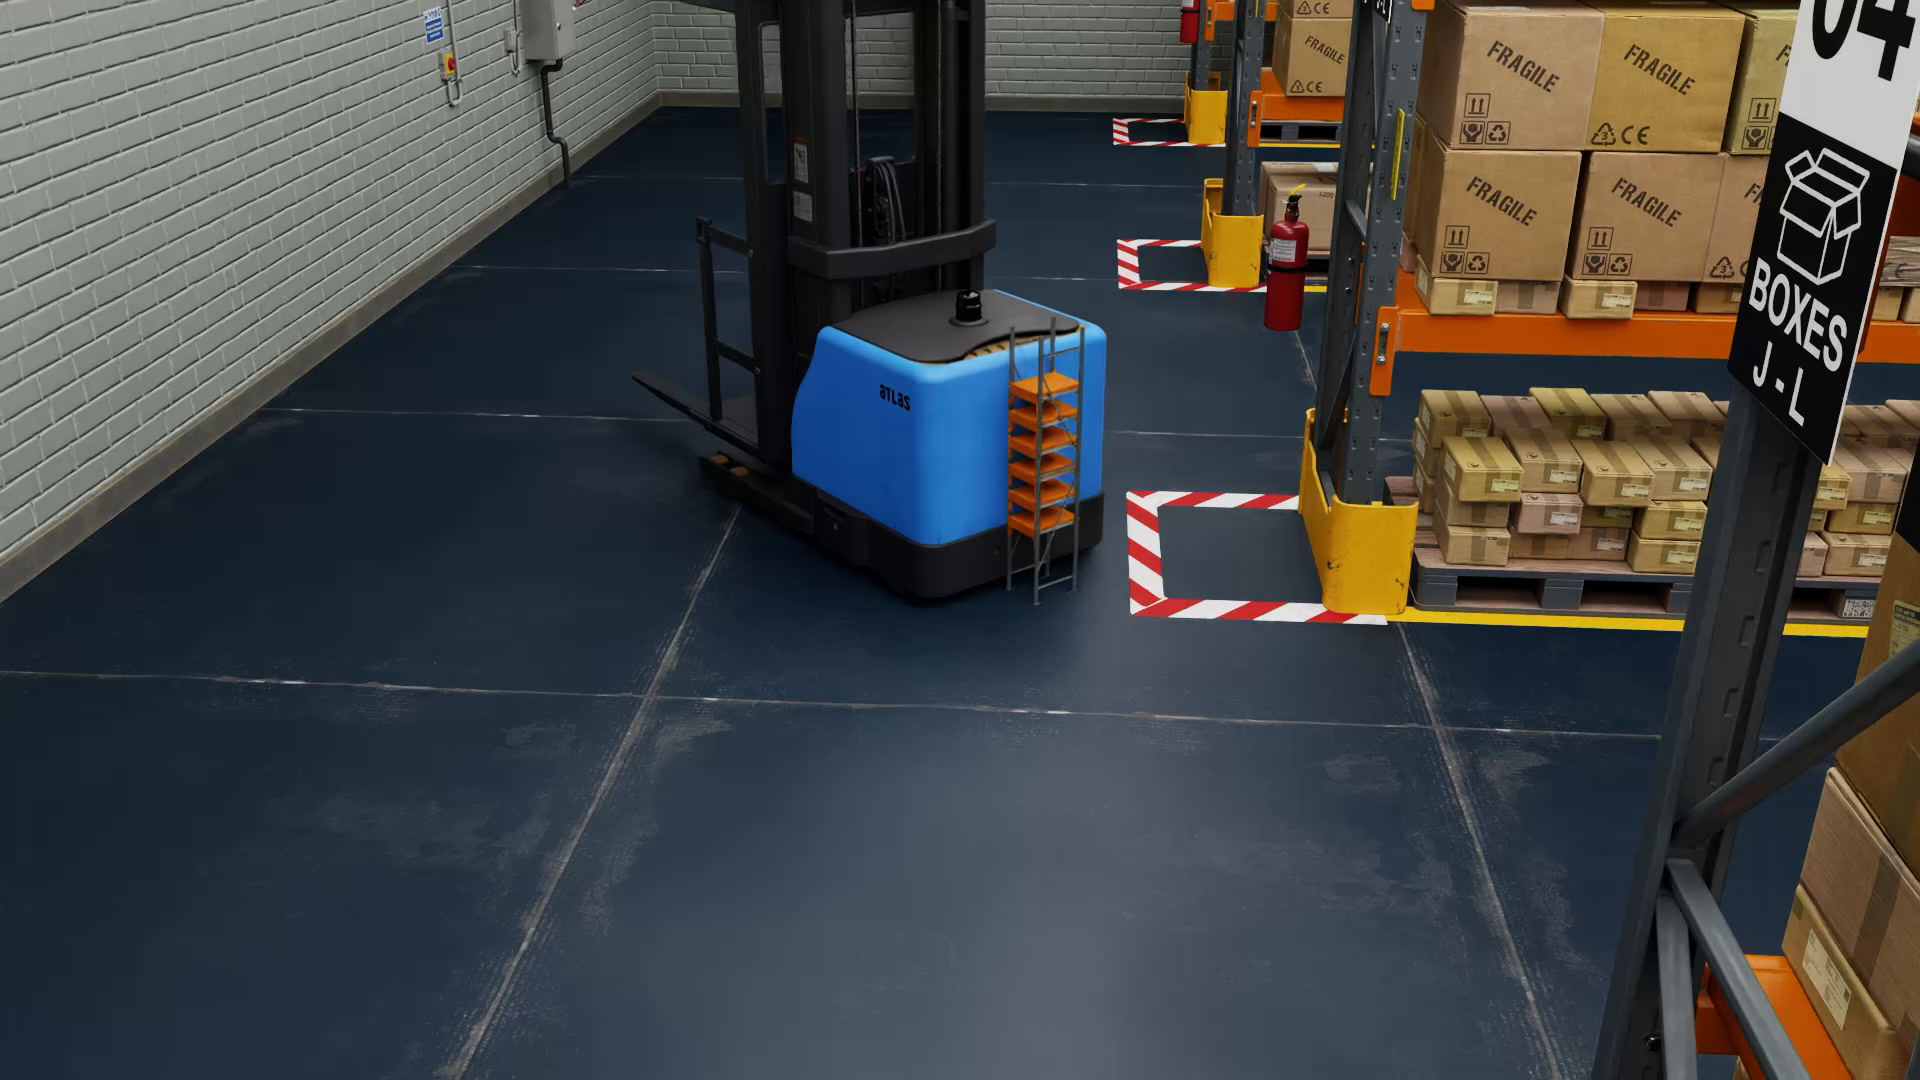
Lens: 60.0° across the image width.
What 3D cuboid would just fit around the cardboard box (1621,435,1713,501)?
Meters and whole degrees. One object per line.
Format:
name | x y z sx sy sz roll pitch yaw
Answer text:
cardboard box | 2.972 -0.306 7.024 0.250 0.149 0.380 1 25 1

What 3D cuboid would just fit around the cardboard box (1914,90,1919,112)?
cardboard box | 3.653 -1.748 6.289 0.500 0.500 0.500 1 25 2

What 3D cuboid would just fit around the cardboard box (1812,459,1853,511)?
cardboard box | 3.506 -0.266 6.936 0.250 0.149 0.380 2 25 5

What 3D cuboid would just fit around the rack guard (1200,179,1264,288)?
rack guard | 1.951 -2.224 11.985 0.348 0.500 1.175 2 25 4

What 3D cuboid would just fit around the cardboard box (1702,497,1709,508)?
cardboard box | 3.238 -0.174 7.092 0.250 0.149 0.380 1 25 1

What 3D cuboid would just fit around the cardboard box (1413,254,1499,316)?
cardboard box | 1.994 -1.031 6.703 0.250 0.149 0.380 2 25 4

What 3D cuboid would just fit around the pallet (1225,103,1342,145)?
pallet | 3.222 -4.133 16.480 1.213 0.211 1.003 2 25 4

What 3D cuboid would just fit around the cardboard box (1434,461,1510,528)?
cardboard box | 2.199 -0.199 7.147 0.250 0.149 0.380 3 25 6

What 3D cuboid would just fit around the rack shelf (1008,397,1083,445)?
rack shelf | 0.356 -0.499 6.930 0.258 0.103 0.180 -18 30 -34

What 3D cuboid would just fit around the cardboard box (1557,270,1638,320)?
cardboard box | 2.515 -1.009 6.656 0.250 0.149 0.380 1 25 2

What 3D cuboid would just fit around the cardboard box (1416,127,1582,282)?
cardboard box | 2.123 -1.343 6.606 0.500 0.500 0.500 3 25 6

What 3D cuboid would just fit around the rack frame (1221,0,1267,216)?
rack frame | 1.975 -3.359 11.461 0.127 3.000 1.000 2 25 4

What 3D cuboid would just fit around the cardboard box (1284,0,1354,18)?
cardboard box | 2.431 -3.724 10.940 0.500 0.500 0.500 1 25 3

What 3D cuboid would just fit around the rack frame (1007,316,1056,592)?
rack frame | 0.300 -0.351 7.078 0.240 1.200 0.006 -18 30 -34

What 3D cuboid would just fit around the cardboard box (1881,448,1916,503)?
cardboard box | 4.004 -0.244 6.889 0.250 0.149 0.380 1 25 2

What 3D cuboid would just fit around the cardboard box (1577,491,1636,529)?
cardboard box | 2.719 -0.196 7.140 0.250 0.149 0.380 2 25 5

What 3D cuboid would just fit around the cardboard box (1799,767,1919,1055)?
cardboard box | 1.719 0.610 2.661 0.500 0.250 0.500 1 25 3

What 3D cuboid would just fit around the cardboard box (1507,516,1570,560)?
cardboard box | 2.461 -0.064 7.208 0.250 0.149 0.380 2 25 4

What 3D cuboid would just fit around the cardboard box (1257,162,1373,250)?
cardboard box | 2.640 -2.406 11.953 0.875 0.438 0.875 1 25 2

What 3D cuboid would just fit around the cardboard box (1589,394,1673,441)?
cardboard box | 3.011 -0.525 7.499 0.250 0.149 0.380 1 25 2

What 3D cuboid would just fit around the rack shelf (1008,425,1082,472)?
rack shelf | 0.356 -0.390 6.980 0.258 0.103 0.180 -18 30 -34

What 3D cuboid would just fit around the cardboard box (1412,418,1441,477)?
cardboard box | 2.244 -0.425 7.638 0.250 0.149 0.380 1 25 3

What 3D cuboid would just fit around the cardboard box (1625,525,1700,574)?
cardboard box | 2.956 -0.005 7.080 0.250 0.149 0.380 2 25 5

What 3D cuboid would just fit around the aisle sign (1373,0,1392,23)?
aisle sign | 1.601 -2.351 6.160 0.004 0.787 0.394 2 25 4

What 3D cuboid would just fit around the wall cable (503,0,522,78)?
wall cable | -3.552 -4.582 12.905 0.122 1.984 0.588 2 25 4

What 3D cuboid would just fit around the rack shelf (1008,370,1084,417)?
rack shelf | 0.356 -0.608 6.880 0.258 0.103 0.180 -18 30 -34

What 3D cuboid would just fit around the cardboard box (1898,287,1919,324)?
cardboard box | 3.818 -0.982 6.596 0.250 0.149 0.380 2 25 5

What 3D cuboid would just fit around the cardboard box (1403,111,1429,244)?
cardboard box | 2.164 -1.566 7.089 0.500 0.500 0.500 2 25 5

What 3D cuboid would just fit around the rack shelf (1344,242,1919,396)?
rack shelf | 3.690 -0.902 6.982 4.000 0.370 1.077 2 25 4

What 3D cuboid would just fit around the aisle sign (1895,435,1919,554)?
aisle sign | 1.121 -0.287 1.675 0.004 0.787 0.394 2 25 4

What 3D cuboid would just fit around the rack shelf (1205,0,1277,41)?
rack shelf | 4.345 -5.037 15.968 4.000 0.370 1.077 2 25 4

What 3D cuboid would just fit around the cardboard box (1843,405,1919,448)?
cardboard box | 4.044 -0.464 7.367 0.250 0.149 0.380 1 25 2

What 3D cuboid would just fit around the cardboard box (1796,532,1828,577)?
cardboard box | 3.460 0.008 7.052 0.250 0.149 0.380 1 25 1

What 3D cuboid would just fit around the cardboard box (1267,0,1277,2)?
cardboard box | 2.915 -5.200 15.763 0.250 0.149 0.380 2 25 5

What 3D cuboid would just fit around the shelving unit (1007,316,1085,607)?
shelving unit | 0.356 -0.321 7.012 0.258 1.200 0.189 -18 30 -34

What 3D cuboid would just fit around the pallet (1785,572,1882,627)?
pallet | 3.793 0.058 7.372 1.213 0.211 1.003 2 25 4

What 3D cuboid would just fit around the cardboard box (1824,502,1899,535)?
cardboard box | 3.780 -0.170 7.083 0.250 0.149 0.380 3 25 6

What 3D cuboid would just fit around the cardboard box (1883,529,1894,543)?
cardboard box | 3.981 0.000 7.070 0.250 0.149 0.380 2 25 5

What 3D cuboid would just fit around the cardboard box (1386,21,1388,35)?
cardboard box | 2.938 -3.265 11.137 0.500 0.500 0.500 1 25 3

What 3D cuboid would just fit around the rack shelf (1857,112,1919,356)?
rack shelf | 3.210 -0.200 1.869 4.000 0.370 1.077 2 25 4

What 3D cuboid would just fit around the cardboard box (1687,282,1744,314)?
cardboard box | 3.053 -1.039 6.721 0.250 0.149 0.380 2 25 3

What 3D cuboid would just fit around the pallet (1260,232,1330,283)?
pallet | 2.778 -2.099 12.059 1.213 0.211 1.003 2 25 4

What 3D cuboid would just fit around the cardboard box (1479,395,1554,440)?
cardboard box | 2.490 -0.515 7.477 0.250 0.149 0.380 2 25 5

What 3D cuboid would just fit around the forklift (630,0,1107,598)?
forklift | -0.643 -1.638 7.802 1.130 2.935 3.031 -18 30 -34

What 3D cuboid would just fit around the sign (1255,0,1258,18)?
sign | 1.926 -3.557 10.761 0.005 0.325 0.100 2 25 4

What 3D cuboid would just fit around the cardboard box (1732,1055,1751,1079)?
cardboard box | 1.860 1.533 2.869 0.875 0.875 0.875 2 25 4

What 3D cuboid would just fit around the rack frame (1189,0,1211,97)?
rack frame | 2.351 -5.428 15.957 0.127 3.000 1.000 2 25 4

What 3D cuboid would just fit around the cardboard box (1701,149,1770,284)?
cardboard box | 3.146 -1.316 6.546 0.500 0.500 0.500 2 25 5

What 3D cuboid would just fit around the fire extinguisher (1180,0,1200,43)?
fire extinguisher | 2.169 -5.035 15.643 0.183 0.674 0.296 2 25 4

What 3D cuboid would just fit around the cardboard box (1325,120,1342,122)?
cardboard box | 3.803 -4.380 16.169 0.500 0.500 0.700 3 25 6

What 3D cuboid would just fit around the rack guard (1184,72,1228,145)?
rack guard | 2.427 -4.290 16.474 0.348 0.500 1.175 2 25 4

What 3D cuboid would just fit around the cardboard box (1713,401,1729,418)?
cardboard box | 3.537 -0.485 7.412 0.250 0.149 0.380 1 25 2

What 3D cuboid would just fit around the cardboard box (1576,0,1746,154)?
cardboard box | 2.627 -1.789 6.377 0.500 0.500 0.500 3 25 6

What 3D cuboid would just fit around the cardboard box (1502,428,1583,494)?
cardboard box | 2.477 -0.341 7.100 0.250 0.149 0.380 2 25 5
